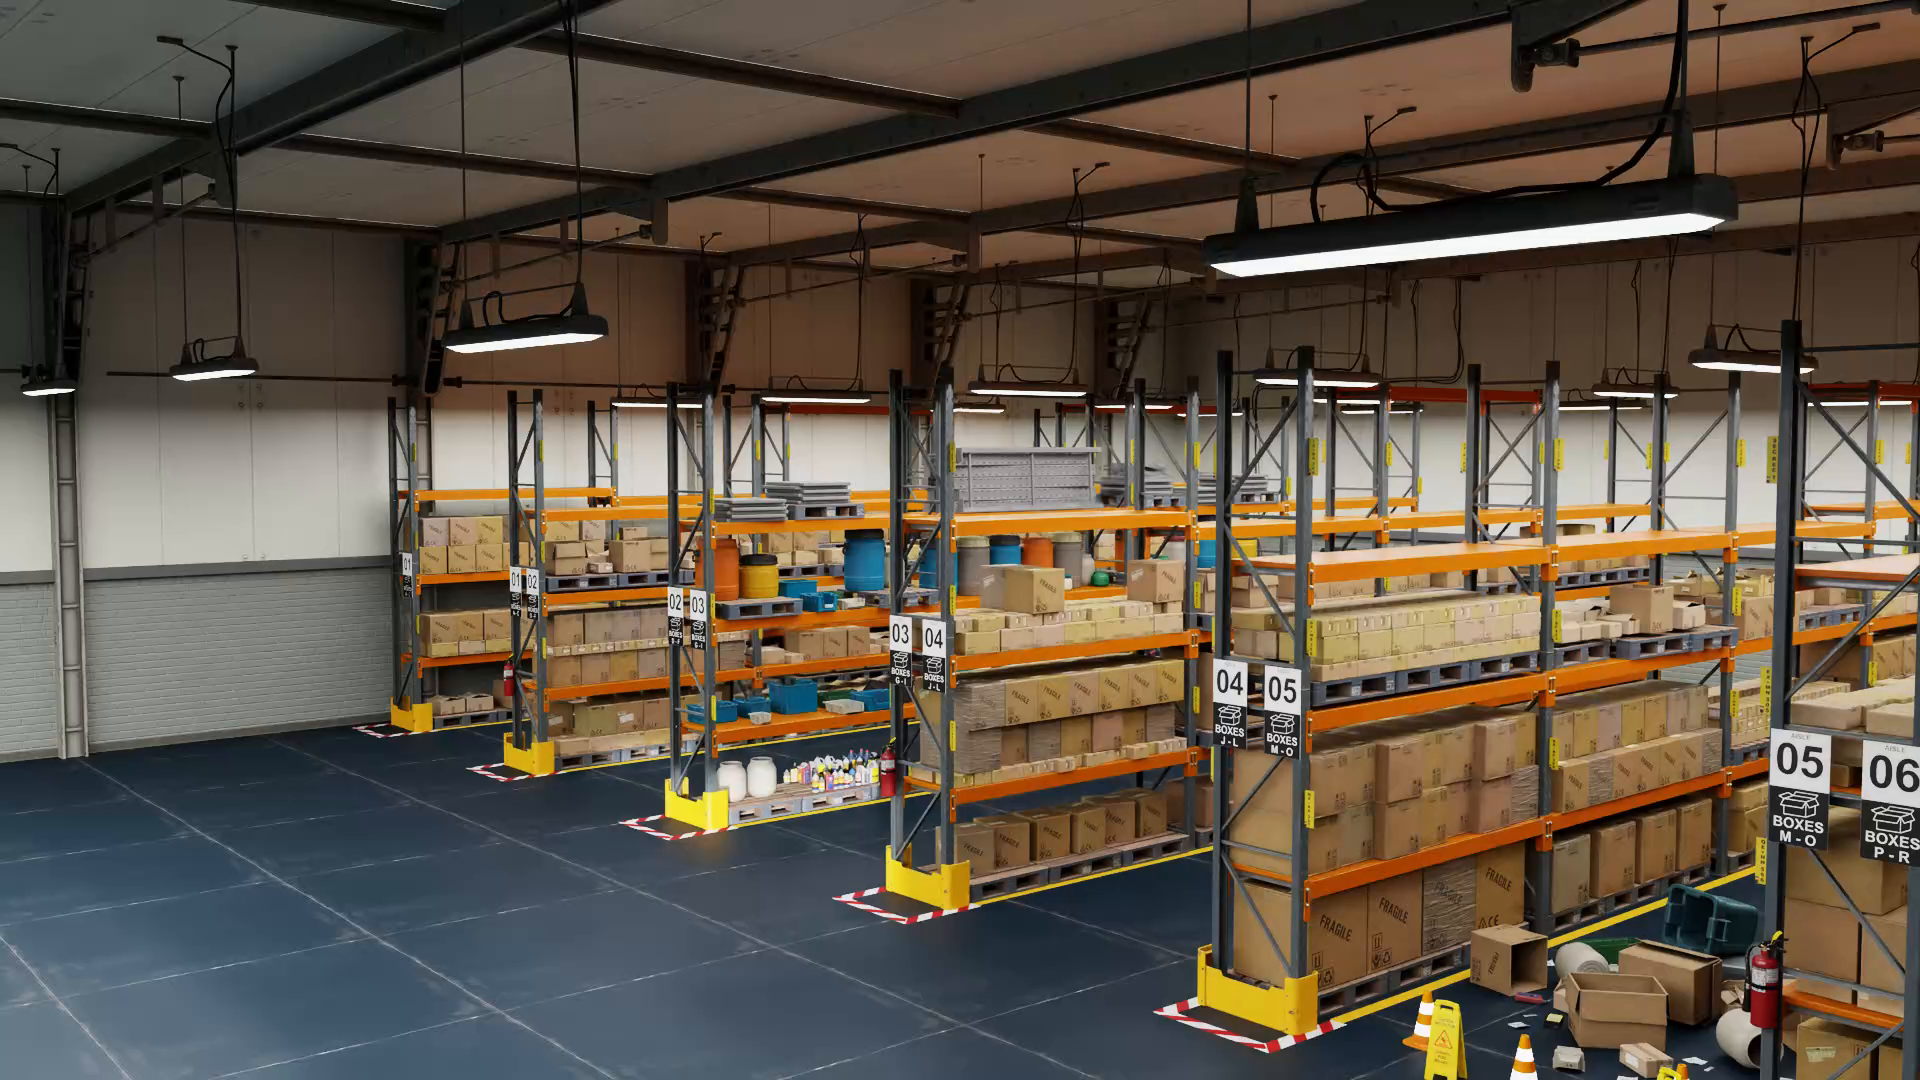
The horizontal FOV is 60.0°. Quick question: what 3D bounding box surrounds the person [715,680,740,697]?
[{"bbox_3d":[-4.399,2.387,31.501,0.679,1.767,0.665,3,4,40],"label":"person"}]
